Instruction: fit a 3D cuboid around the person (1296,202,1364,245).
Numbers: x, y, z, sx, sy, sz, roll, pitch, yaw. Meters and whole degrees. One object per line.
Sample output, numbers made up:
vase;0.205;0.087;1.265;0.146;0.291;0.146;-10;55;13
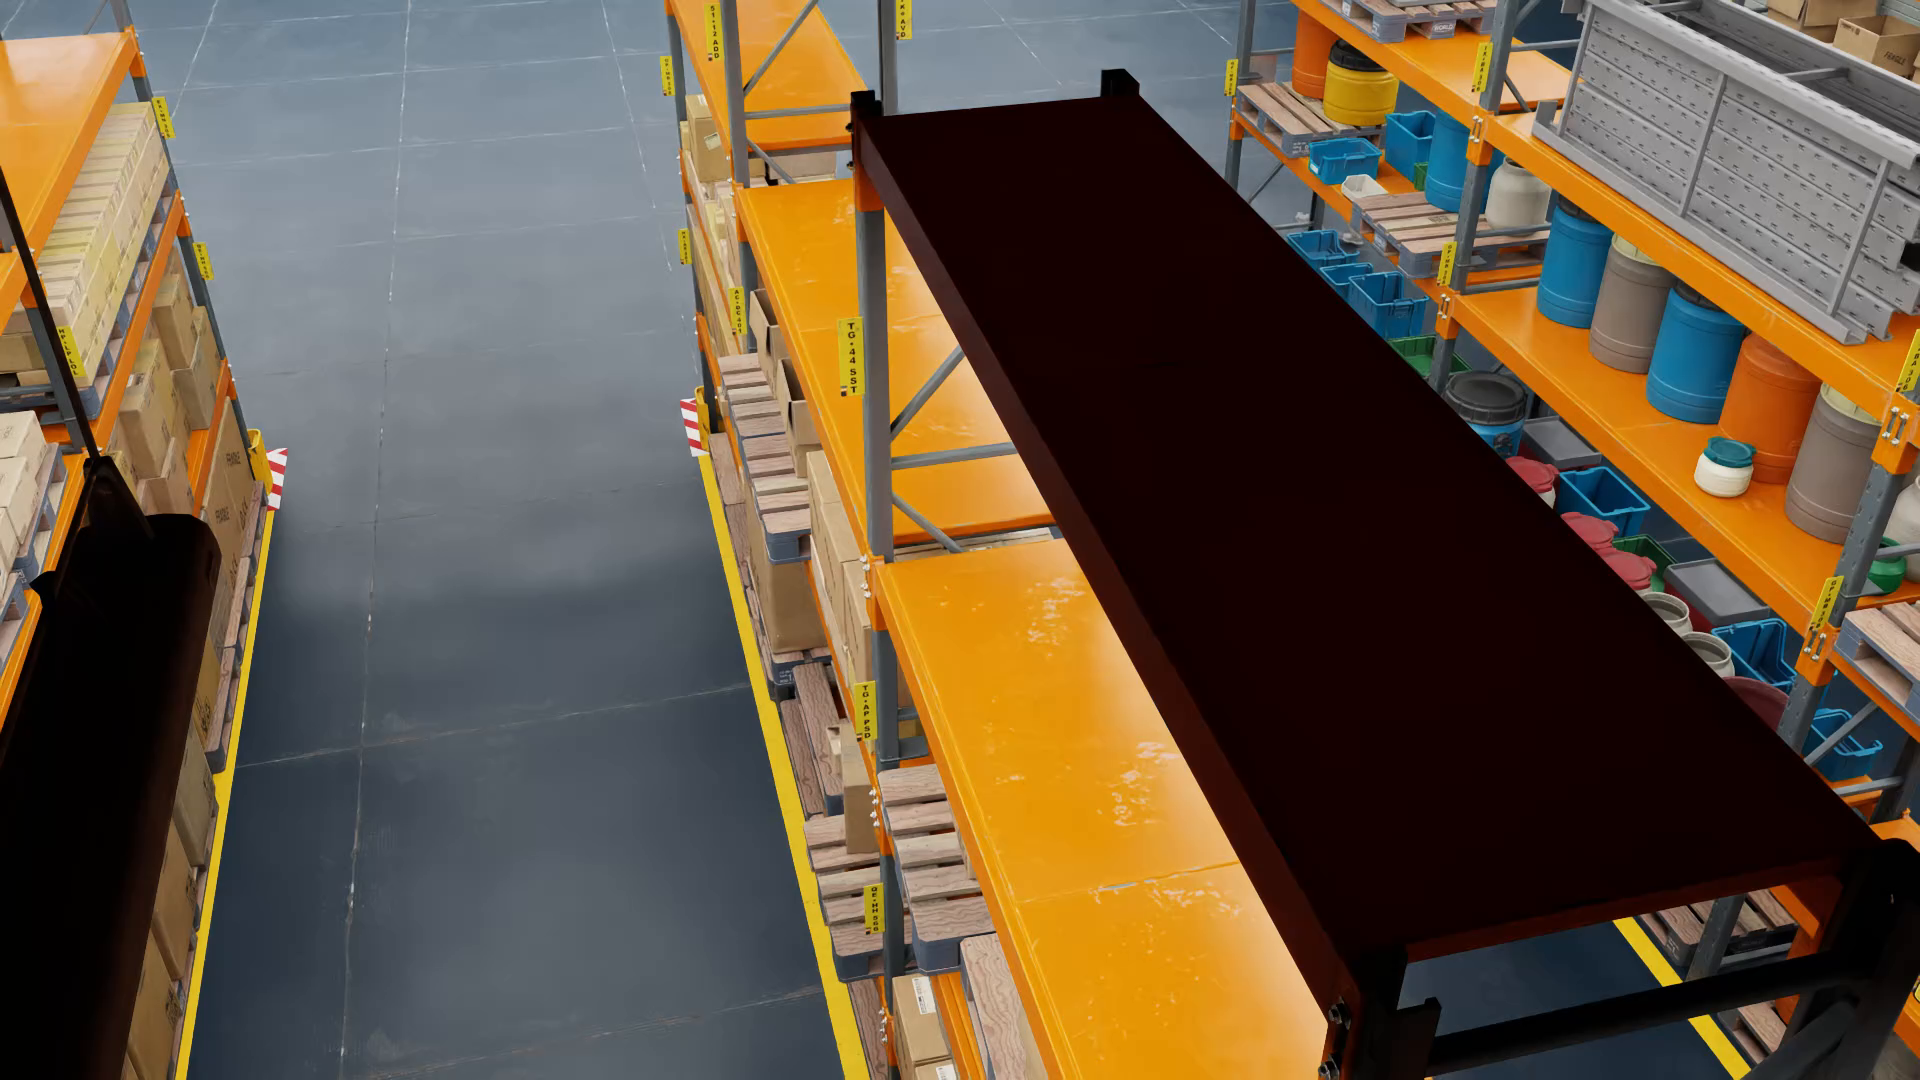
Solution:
person;4.245;-4.226;18.754;0.546;1.661;1.029;-18;38;-24
